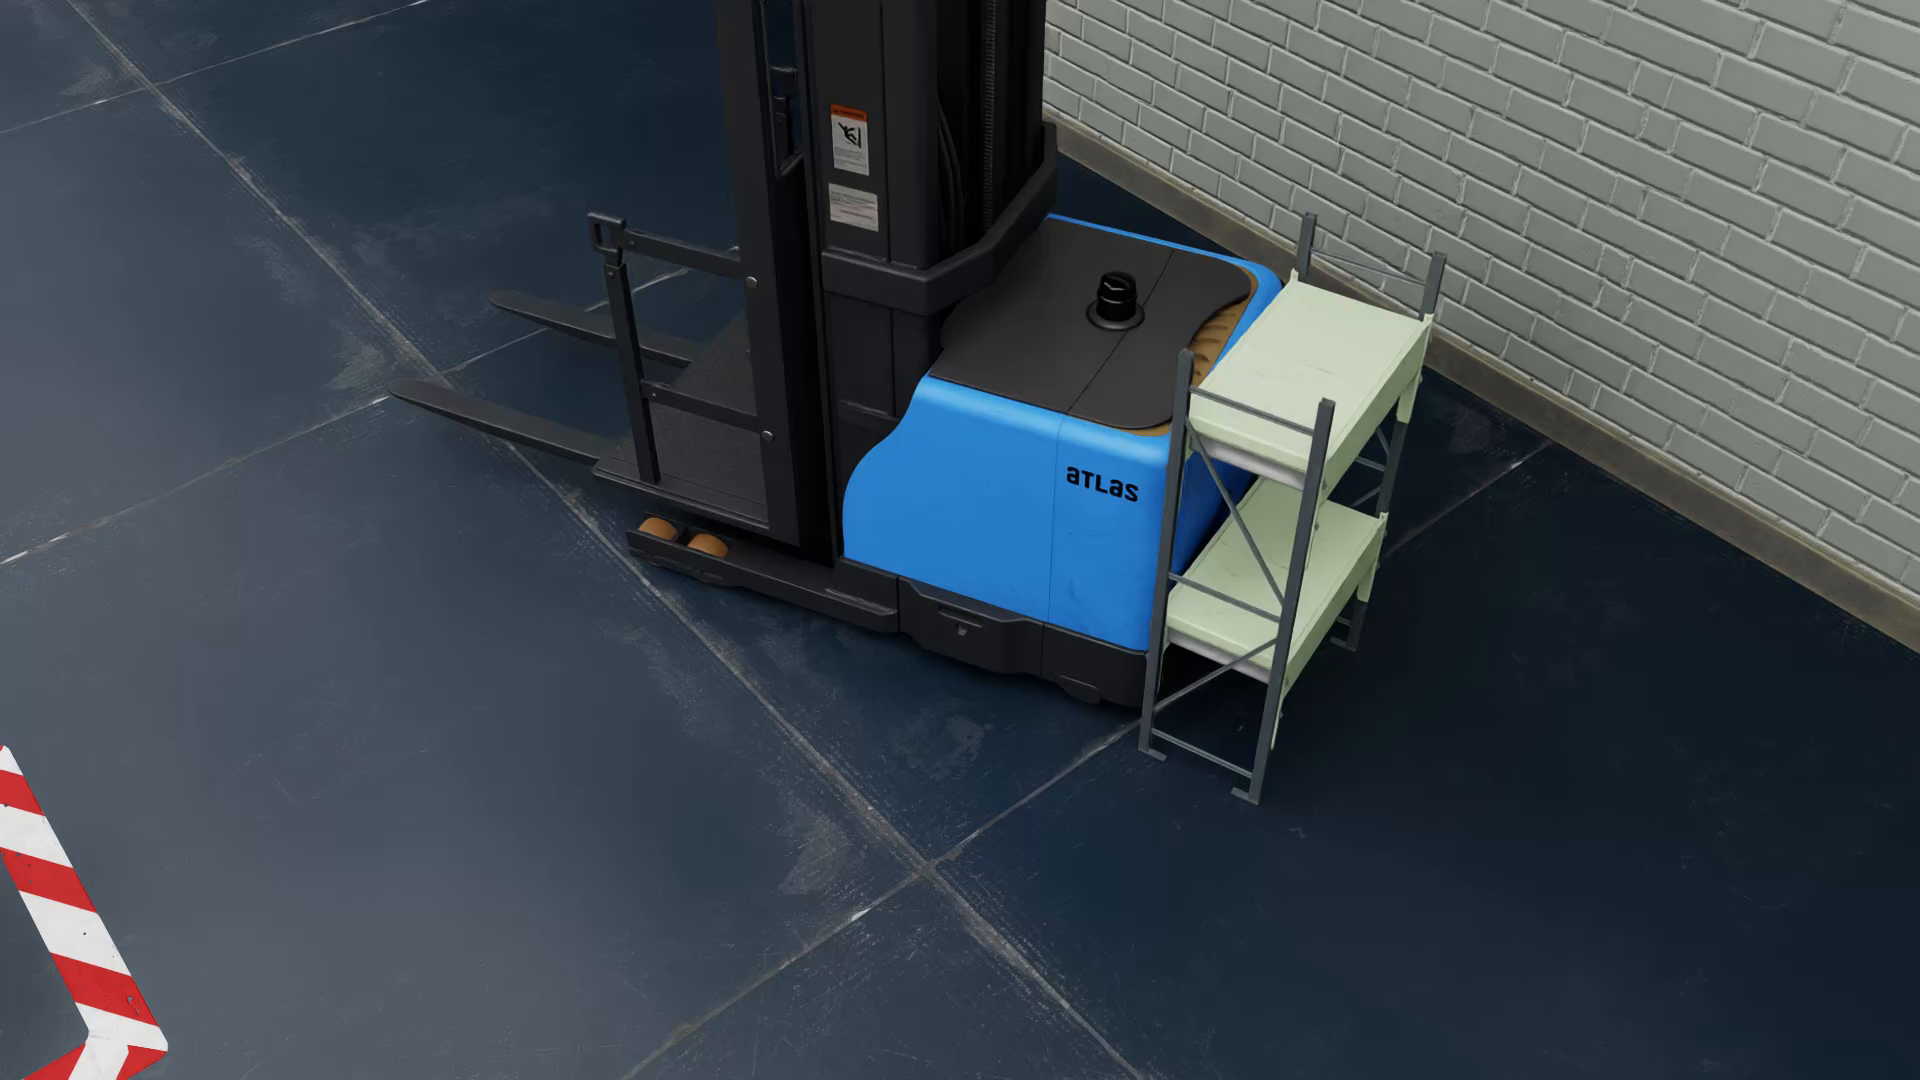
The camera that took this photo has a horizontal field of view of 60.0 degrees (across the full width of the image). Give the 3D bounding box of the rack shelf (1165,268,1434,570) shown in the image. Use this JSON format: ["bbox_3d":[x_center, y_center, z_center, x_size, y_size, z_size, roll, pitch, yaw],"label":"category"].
[{"bbox_3d":[0.907,-0.339,4.443,0.431,0.370,0.720,23,48,23],"label":"rack shelf"}]

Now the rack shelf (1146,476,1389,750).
[{"bbox_3d":[0.911,0.185,4.931,0.431,0.370,0.720,23,48,23],"label":"rack shelf"}]

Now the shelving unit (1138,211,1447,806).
[{"bbox_3d":[0.909,-0.053,4.709,0.431,1.500,0.755,23,48,23],"label":"shelving unit"}]

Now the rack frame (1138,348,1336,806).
[{"bbox_3d":[0.712,0.158,4.484,0.400,1.500,0.023,23,48,23],"label":"rack frame"}]

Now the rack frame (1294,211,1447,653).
[{"bbox_3d":[1.106,-0.264,4.934,0.400,1.500,0.023,23,48,23],"label":"rack frame"}]

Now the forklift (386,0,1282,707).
[{"bbox_3d":[-0.564,-1.235,4.924,3.031,2.935,1.130,17,46,18],"label":"forklift"}]
